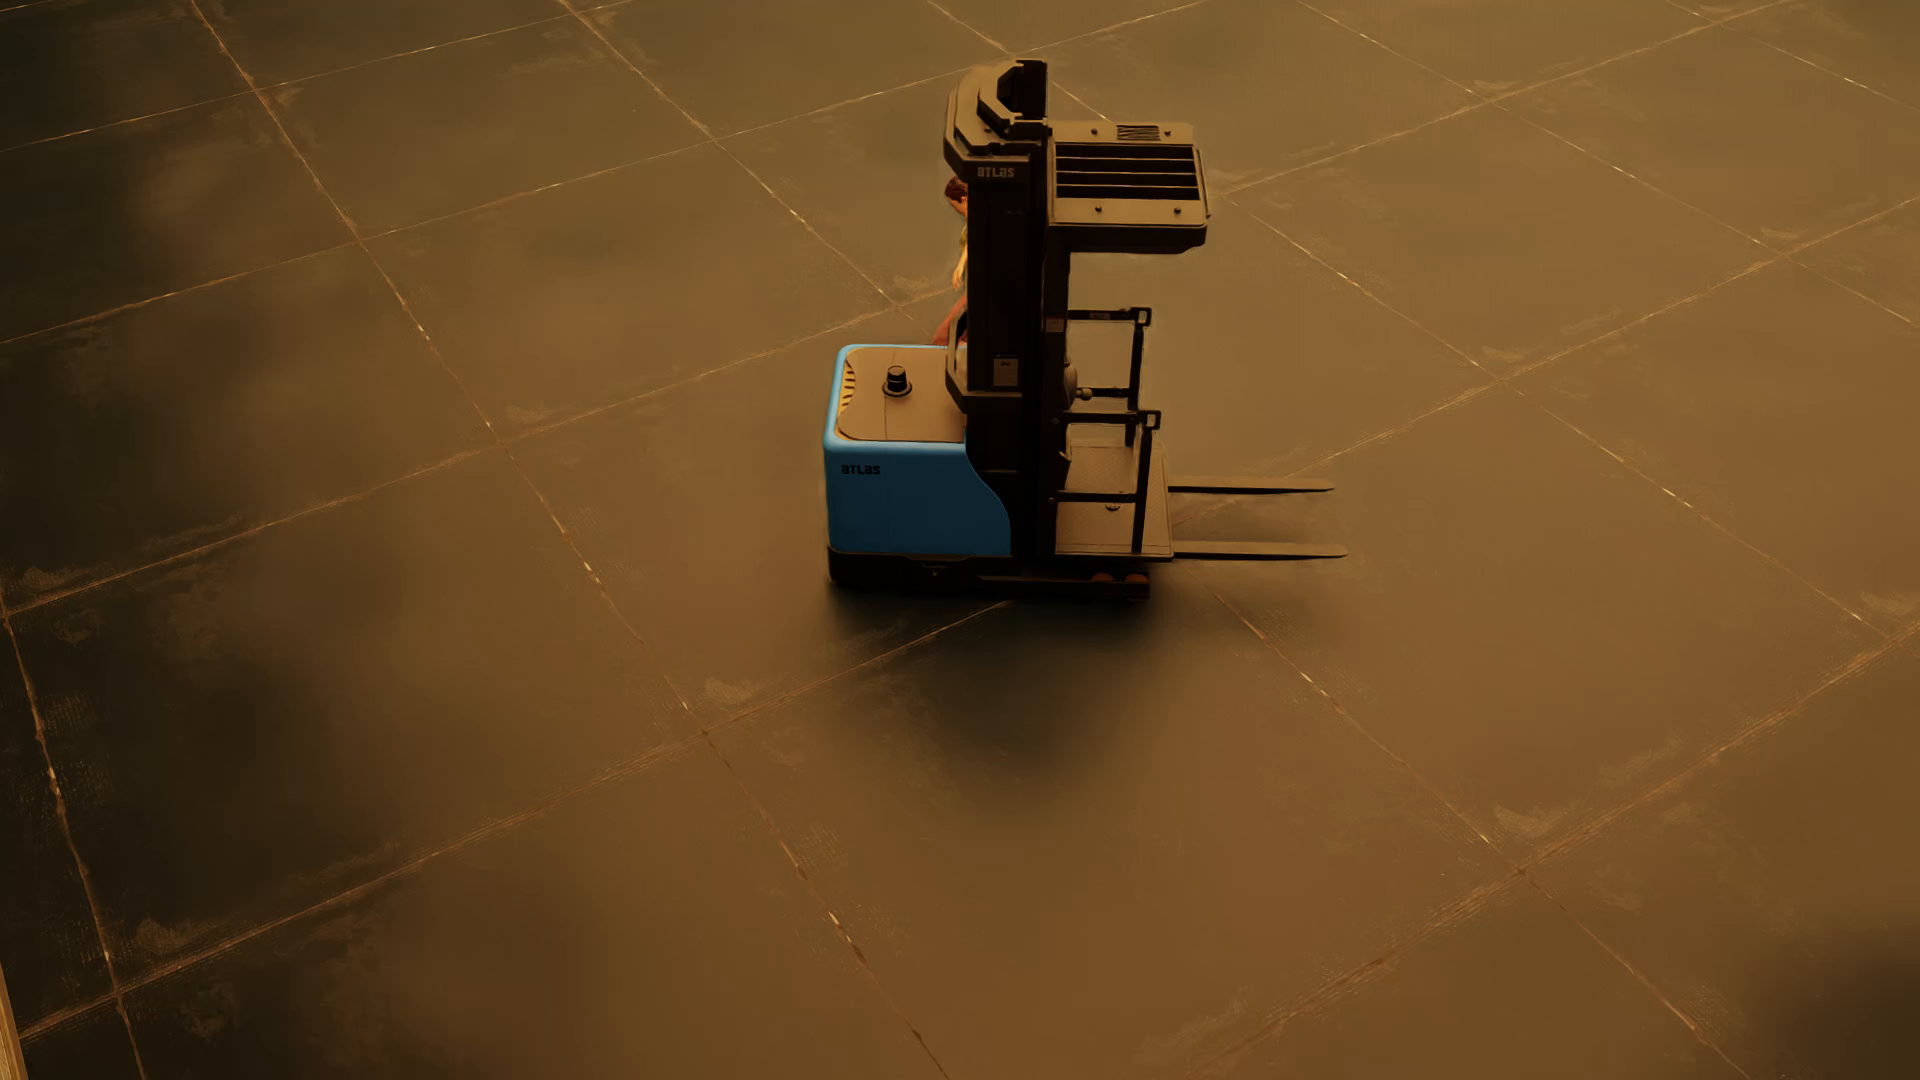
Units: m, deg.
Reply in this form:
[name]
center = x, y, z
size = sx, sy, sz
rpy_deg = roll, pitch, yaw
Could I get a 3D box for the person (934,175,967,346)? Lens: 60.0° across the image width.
[person]
center = 0.093, -1.631, 10.895
size = 0.704, 1.406, 1.067
rpy_deg = 19, 45, 21

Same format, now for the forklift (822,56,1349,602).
[forklift]
center = 0.758, -1.104, 9.134
size = 3.031, 2.935, 1.130
rpy_deg = 1, 41, 2
